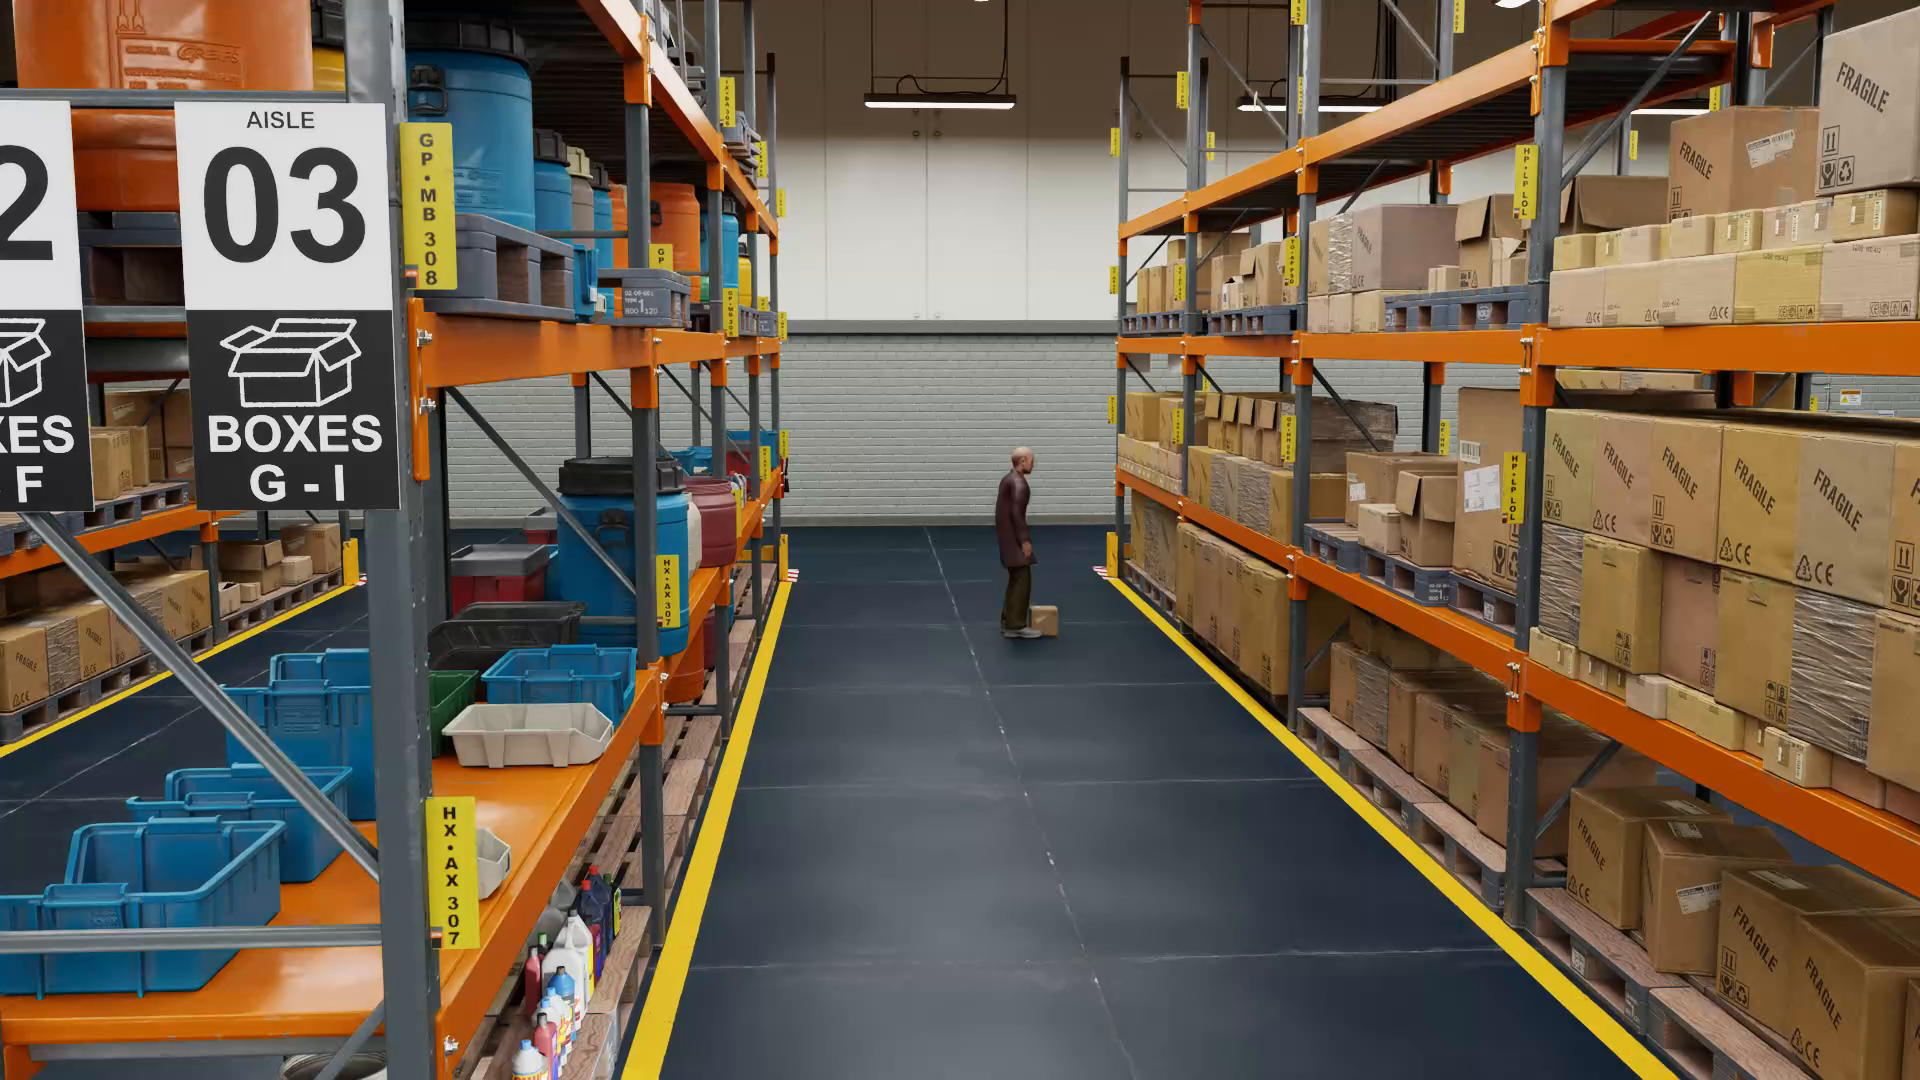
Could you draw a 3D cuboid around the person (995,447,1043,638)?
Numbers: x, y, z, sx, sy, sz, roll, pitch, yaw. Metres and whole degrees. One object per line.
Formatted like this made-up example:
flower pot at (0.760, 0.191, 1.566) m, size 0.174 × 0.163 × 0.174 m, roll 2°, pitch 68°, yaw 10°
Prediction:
person at (0.547, 0.013, 15.690) m, size 0.427 × 1.773 × 0.628 m, roll -1°, pitch 7°, yaw -6°
